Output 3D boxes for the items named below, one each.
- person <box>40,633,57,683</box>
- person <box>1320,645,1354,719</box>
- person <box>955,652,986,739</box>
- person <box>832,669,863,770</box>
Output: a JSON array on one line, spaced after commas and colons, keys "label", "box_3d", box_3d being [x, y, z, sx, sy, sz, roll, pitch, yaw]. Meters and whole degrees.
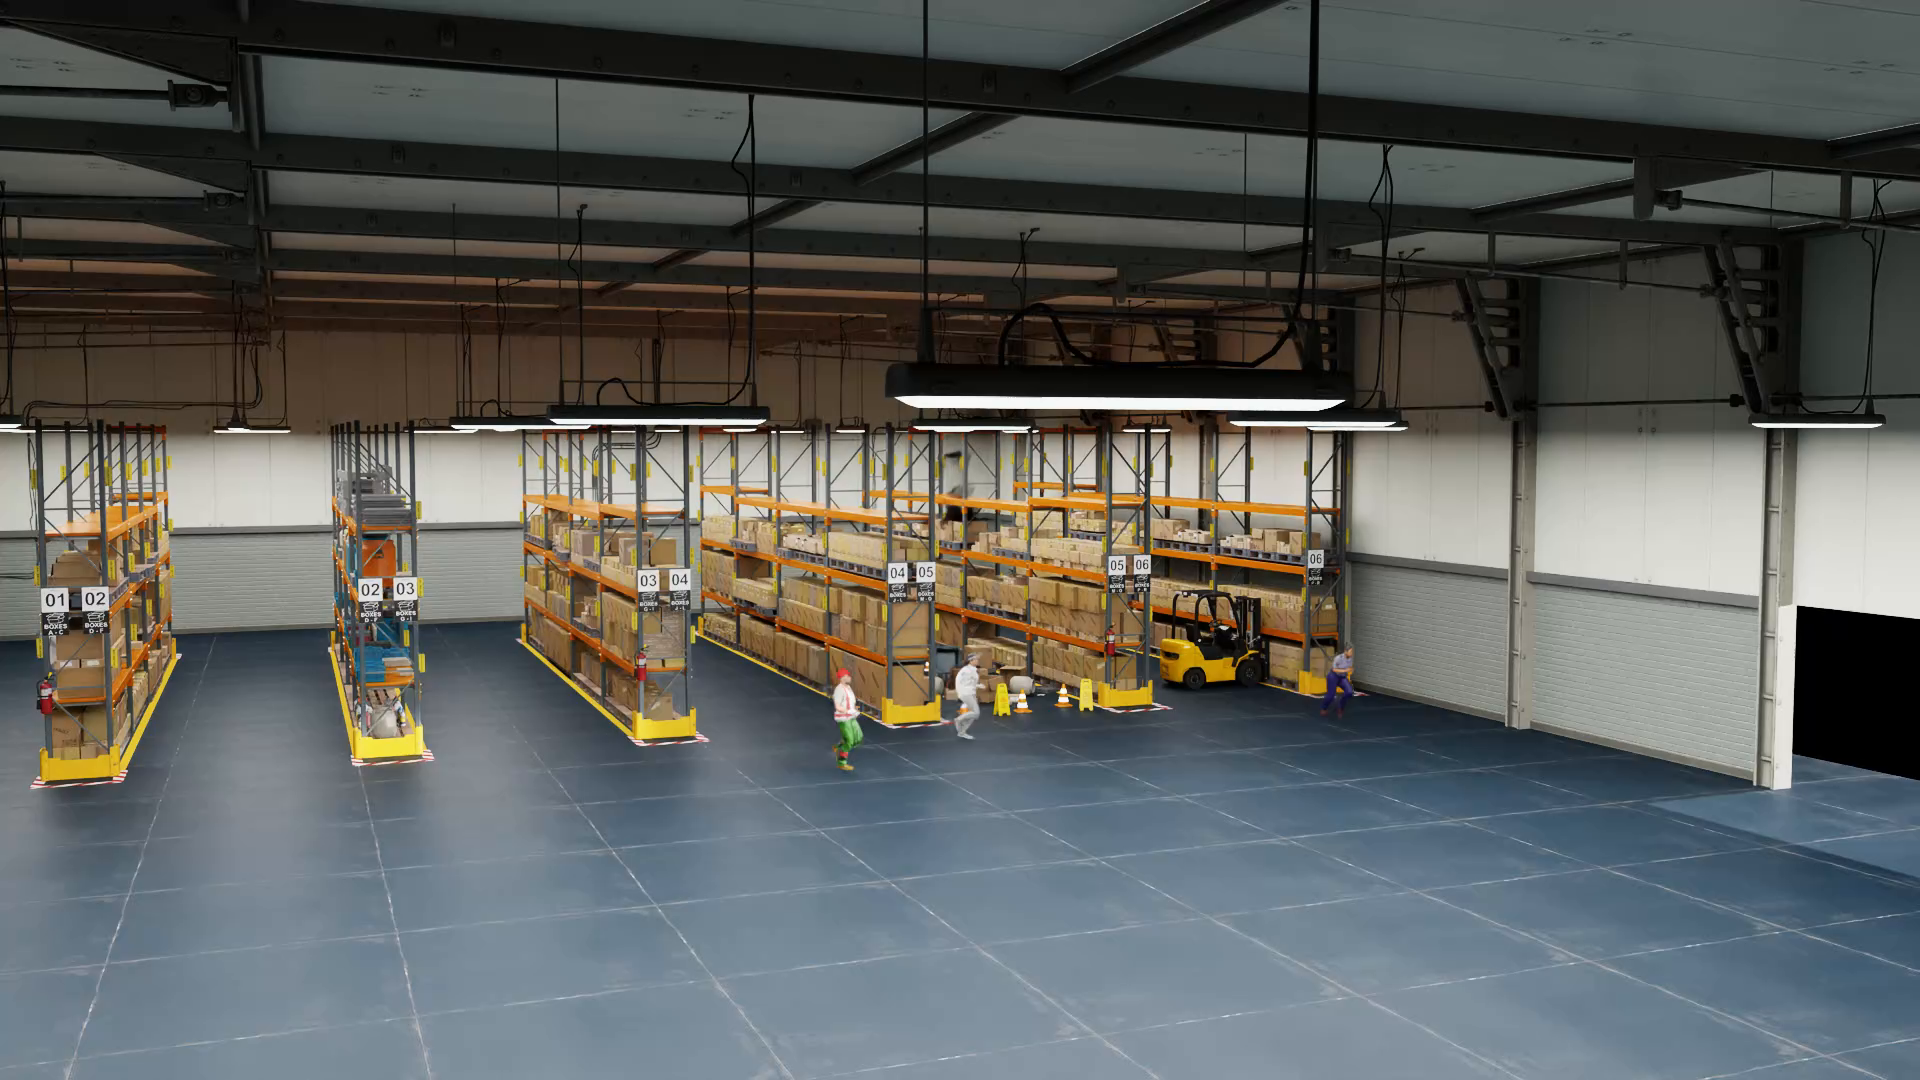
[{"label": "person", "box_3d": [-19.773, 2.623, 36.561, 0.752, 1.744, 1.059, -2, 4, -28]}, {"label": "person", "box_3d": [7.705, 2.865, 33.773, 0.642, 1.541, 0.940, -2, 4, -33]}, {"label": "person", "box_3d": [0.199, 2.939, 31.473, 0.573, 1.647, 0.598, 1, 4, 20]}, {"label": "person", "box_3d": [-1.924, 3.072, 28.508, 0.544, 1.742, 0.655, 1, 4, 17]}]
